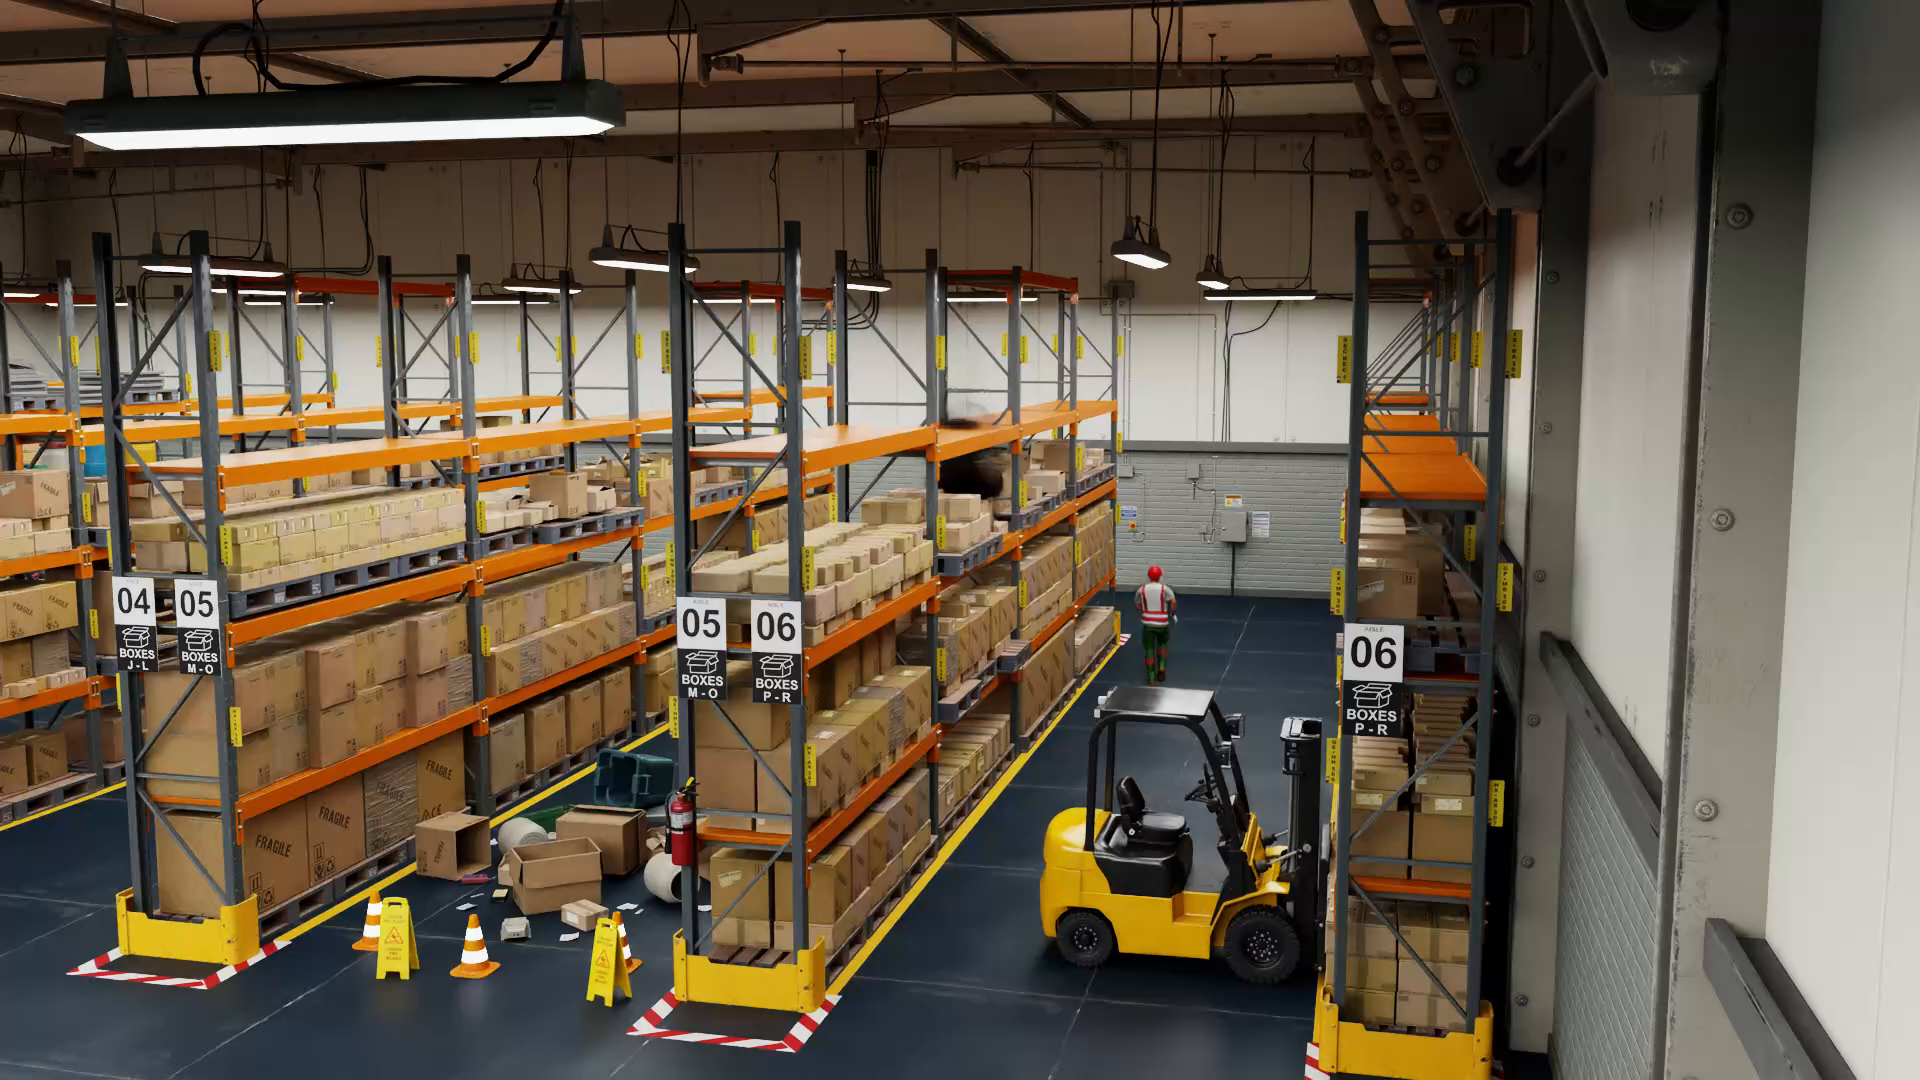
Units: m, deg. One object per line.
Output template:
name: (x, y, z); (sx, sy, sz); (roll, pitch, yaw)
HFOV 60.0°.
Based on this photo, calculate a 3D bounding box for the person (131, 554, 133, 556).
person: (-15.592, 0.498, 30.964); (0.675, 1.648, 0.555); (0, 7, -1)

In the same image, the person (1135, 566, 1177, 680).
person: (2.924, 1.209, 24.832); (0.641, 1.685, 0.687); (1, 7, 8)
